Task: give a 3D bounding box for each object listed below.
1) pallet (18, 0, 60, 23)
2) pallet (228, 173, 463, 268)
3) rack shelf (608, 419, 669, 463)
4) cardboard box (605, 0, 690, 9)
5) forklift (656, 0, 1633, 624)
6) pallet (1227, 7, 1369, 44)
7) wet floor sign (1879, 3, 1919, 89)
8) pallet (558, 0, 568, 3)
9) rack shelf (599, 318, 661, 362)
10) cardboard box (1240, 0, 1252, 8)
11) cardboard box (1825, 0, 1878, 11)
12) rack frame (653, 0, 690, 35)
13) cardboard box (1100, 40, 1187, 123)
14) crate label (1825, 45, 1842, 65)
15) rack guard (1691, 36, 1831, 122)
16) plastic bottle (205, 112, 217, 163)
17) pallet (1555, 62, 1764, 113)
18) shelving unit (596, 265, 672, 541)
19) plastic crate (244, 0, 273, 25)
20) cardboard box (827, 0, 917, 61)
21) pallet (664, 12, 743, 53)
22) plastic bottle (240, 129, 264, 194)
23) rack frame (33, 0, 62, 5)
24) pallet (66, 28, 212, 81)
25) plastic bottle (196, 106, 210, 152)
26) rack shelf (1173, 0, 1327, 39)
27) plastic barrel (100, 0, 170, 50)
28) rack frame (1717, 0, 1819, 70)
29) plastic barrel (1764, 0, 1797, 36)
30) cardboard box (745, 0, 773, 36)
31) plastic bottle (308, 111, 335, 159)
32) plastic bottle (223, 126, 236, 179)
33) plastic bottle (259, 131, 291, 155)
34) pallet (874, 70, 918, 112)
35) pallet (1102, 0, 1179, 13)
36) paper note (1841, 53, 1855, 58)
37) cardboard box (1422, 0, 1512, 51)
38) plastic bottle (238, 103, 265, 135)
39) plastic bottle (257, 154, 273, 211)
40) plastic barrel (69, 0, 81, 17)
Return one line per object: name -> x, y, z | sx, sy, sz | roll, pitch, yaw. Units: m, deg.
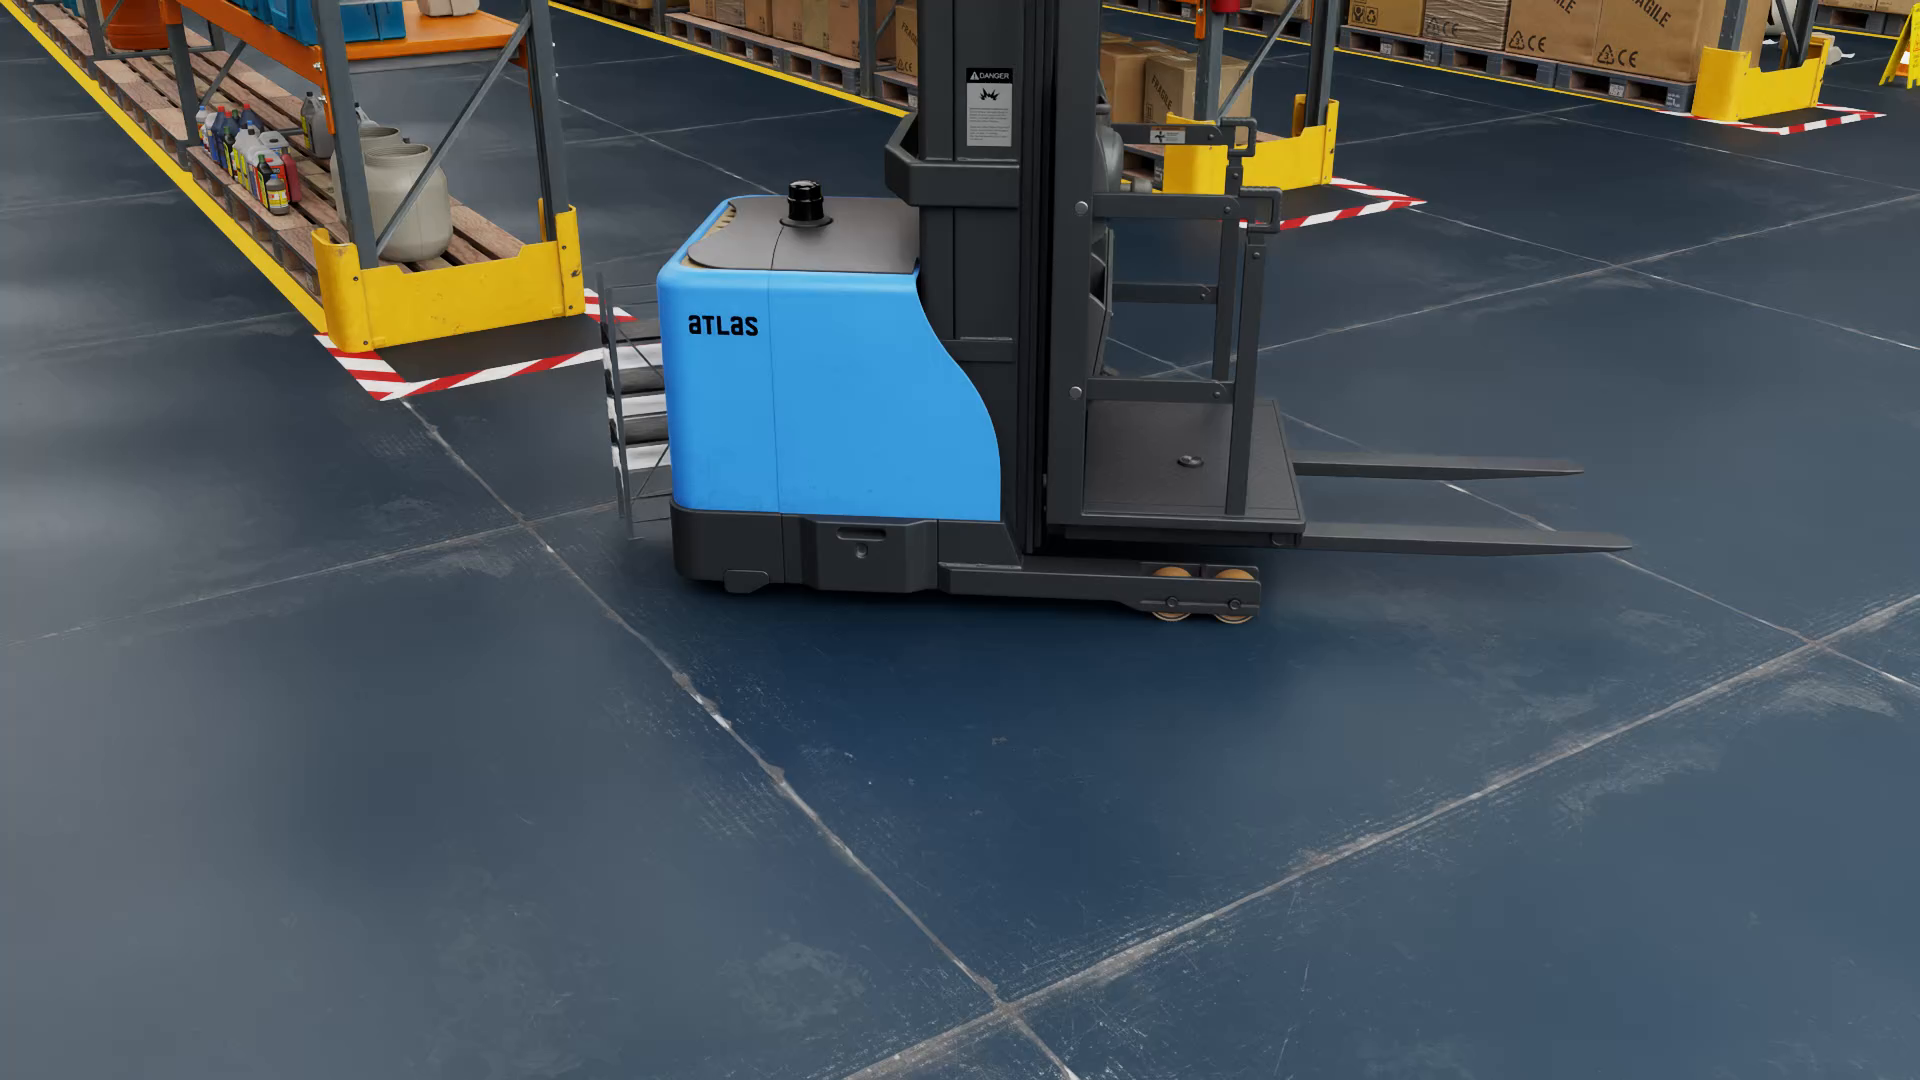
pallet -> -9.289, -5.660, 17.492 | 1.003, 0.211, 1.213 | -16, 29, -30
pallet -> -3.486, -1.858, 9.438 | 1.003, 0.211, 1.213 | -16, 29, -30
rack shelf -> -1.066, -0.351, 5.728 | 0.258, 0.077, 0.200 | -8, 27, -17
cardboard box -> -2.881, -5.871, 16.670 | 1.225, 0.875, 0.875 | -17, 30, -32
forklift -> 0.620, -1.302, 5.074 | 3.031, 2.935, 1.130 | 2, 25, 5
pallet -> 3.388, -5.077, 16.257 | 1.003, 0.211, 1.213 | -16, 29, -30
wet floor sign -> 7.731, -4.035, 13.542 | 0.267, 0.644, 0.232 | -22, 33, -38
pallet -> -4.221, -6.302, 18.852 | 1.003, 0.211, 1.213 | -16, 29, -30
rack shelf -> -1.066, -0.677, 5.575 | 0.258, 0.077, 0.200 | -8, 27, -17
cardboard box -> 2.935, -5.799, 16.664 | 1.050, 0.750, 0.750 | -16, 29, -30
cardboard box -> 8.915, -5.384, 16.371 | 0.500, 0.250, 0.500 | -17, 30, -31
rack frame -> -2.522, -6.391, 15.773 | 1.000, 3.000, 0.127 | -16, 29, -30
cardboard box -> 1.163, -3.022, 11.073 | 0.500, 0.500, 0.500 | -8, 26, -16
crate label -> 7.607, -4.284, 14.664 | 0.298, 0.136, 0.250 | 12, 28, 24
rack guard -> 6.069, -3.510, 12.599 | 1.175, 0.500, 0.348 | -16, 29, -30
plastic bottle -> -4.482, -2.447, 10.096 | 0.152, 0.276, 0.135 | -14, 29, -28
pallet -> 5.554, -3.656, 13.246 | 1.003, 0.211, 1.213 | -16, 29, -30
shelving unit -> -1.066, -0.463, 5.676 | 0.258, 0.900, 0.210 | -8, 27, -17
plastic crate -> -3.178, -2.650, 8.025 | 0.499, 0.251, 0.408 | -16, 29, -30
cardboard box -> -0.655, -4.253, 13.658 | 0.700, 0.500, 0.500 | -18, 31, -33
pallet -> -2.096, -4.850, 15.776 | 1.003, 0.211, 1.213 | -16, 29, -30
plastic bottle -> -3.958, -2.135, 9.347 | 0.144, 0.351, 0.185 | -14, 29, -27
rack frame -> -8.855, -6.667, 16.359 | 1.000, 3.000, 0.127 | -16, 29, -30
pallet -> -7.137, -4.248, 14.500 | 1.003, 0.211, 1.213 | -16, 29, -30
plastic bottle -> -4.681, -2.555, 10.328 | 0.097, 0.271, 0.097 | 0, 25, 0
rack shelf -> 0.754, -3.919, 11.381 | 1.077, 0.370, 4.000 | -16, 29, -30
plastic barrel -> -6.953, -4.616, 14.064 | 0.600, 0.830, 0.708 | -16, 29, -30
rack frame -> 6.056, -4.649, 12.084 | 1.000, 3.000, 0.127 | -16, 29, -30
plastic barrel -> 7.752, -5.060, 15.972 | 0.512, 0.421, 0.421 | 3, 25, 6
cardboard box -> -1.511, -4.828, 14.875 | 0.700, 0.500, 0.500 | -13, 28, -25
plastic bottle -> -3.901, -2.497, 10.202 | 0.152, 0.276, 0.135 | -16, 29, -30
plastic bottle -> -4.237, -2.254, 9.678 | 0.061, 0.283, 0.133 | -14, 29, -27
plastic bottle -> -3.950, -2.211, 9.596 | 0.152, 0.276, 0.135 | -16, 29, -30
pallet -> 0.058, -3.467, 12.847 | 1.003, 0.211, 1.213 | -16, 29, -30
pallet -> 2.056, -5.950, 18.106 | 1.003, 0.211, 1.213 | -16, 29, -30
paper note -> 7.965, -4.370, 14.972 | 0.142, 0.019, 0.148 | 18, 31, 33
cardboard box -> 4.653, -4.746, 14.286 | 0.875, 0.875, 0.875 | -15, 29, -29
plastic bottle -> -4.274, -2.455, 10.024 | 0.144, 0.351, 0.185 | -16, 29, -30
plastic bottle -> -3.753, -1.938, 9.008 | 0.061, 0.283, 0.133 | -15, 29, -28
plastic barrel -> -8.186, -5.456, 15.760 | 0.600, 0.901, 0.708 | -16, 29, -30
